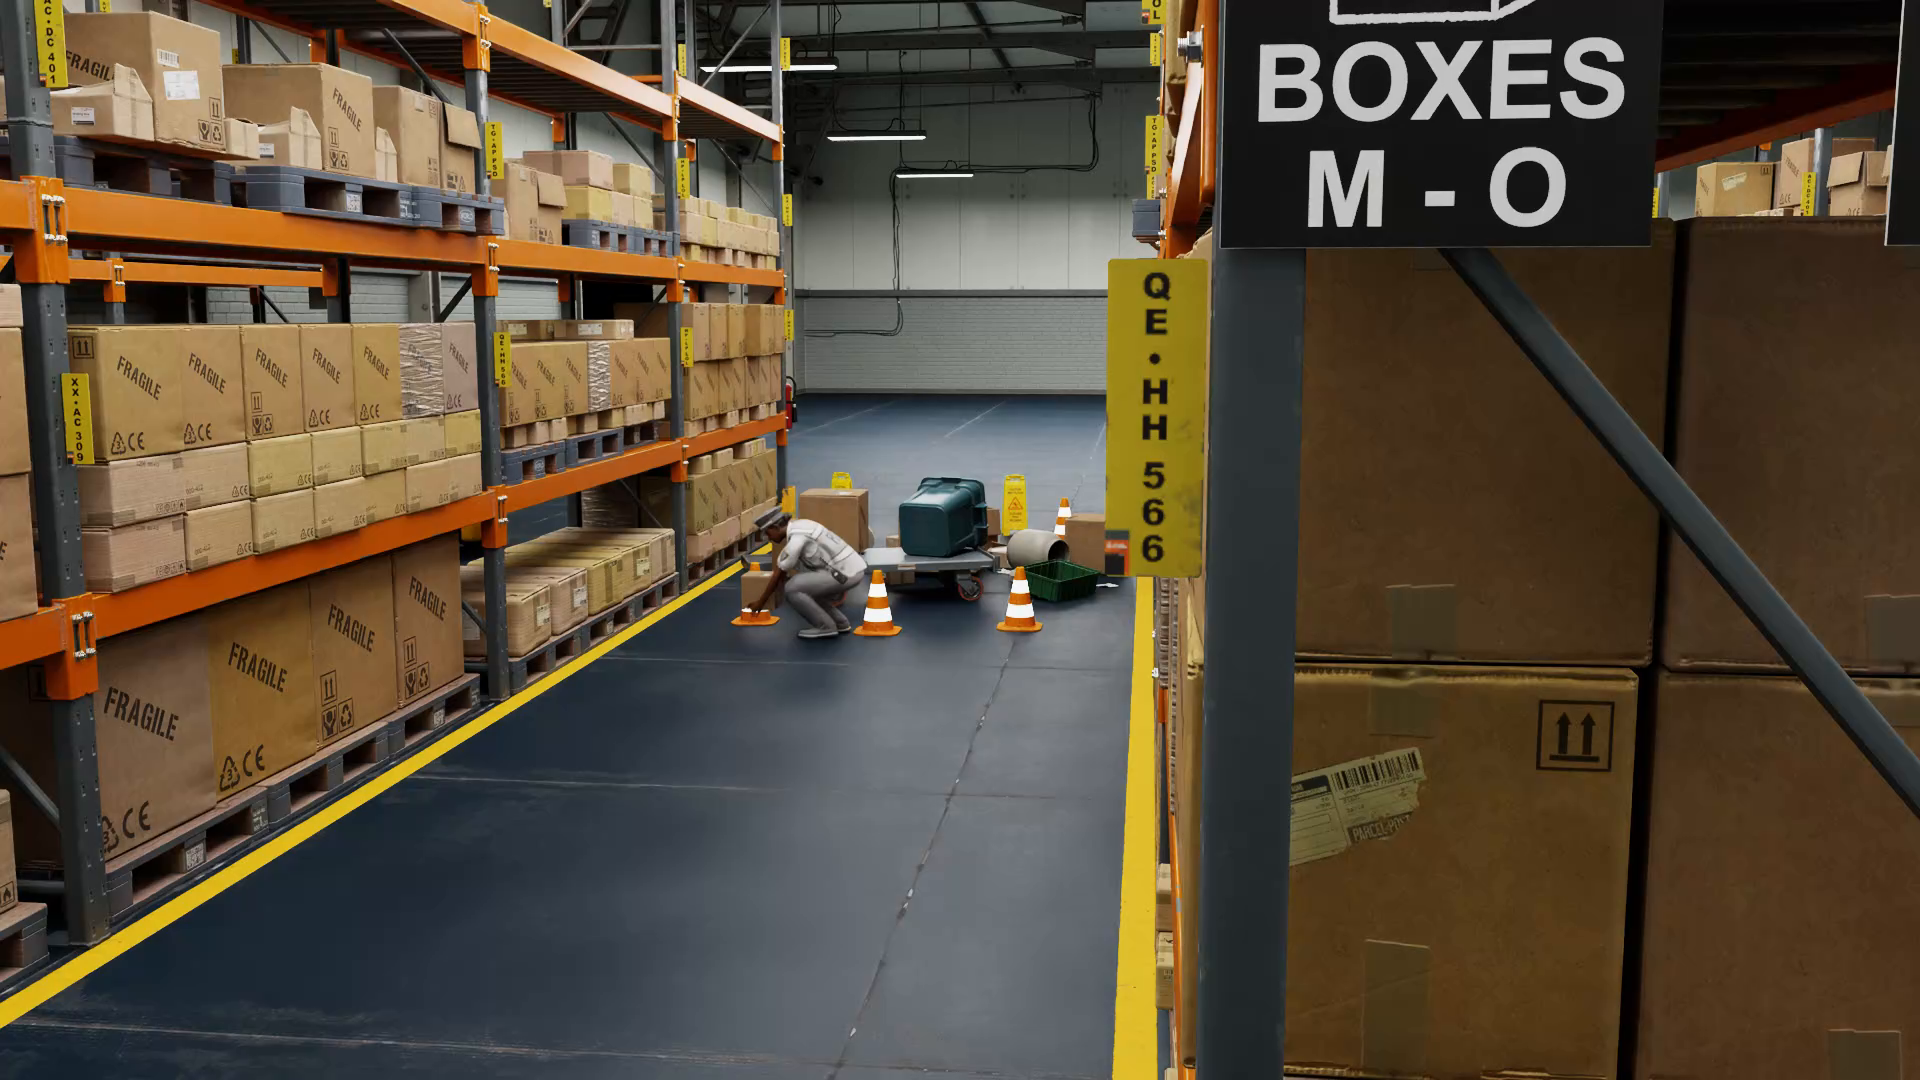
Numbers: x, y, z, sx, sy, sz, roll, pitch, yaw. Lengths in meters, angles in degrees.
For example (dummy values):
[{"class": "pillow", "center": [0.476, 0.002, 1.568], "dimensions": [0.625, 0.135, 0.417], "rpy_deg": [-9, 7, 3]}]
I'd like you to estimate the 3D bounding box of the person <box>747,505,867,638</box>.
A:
[{"class": "person", "center": [-1.124, 0.227, 12.243], "dimensions": [0.867, 0.976, 0.460], "rpy_deg": [1, 8, 5]}]
